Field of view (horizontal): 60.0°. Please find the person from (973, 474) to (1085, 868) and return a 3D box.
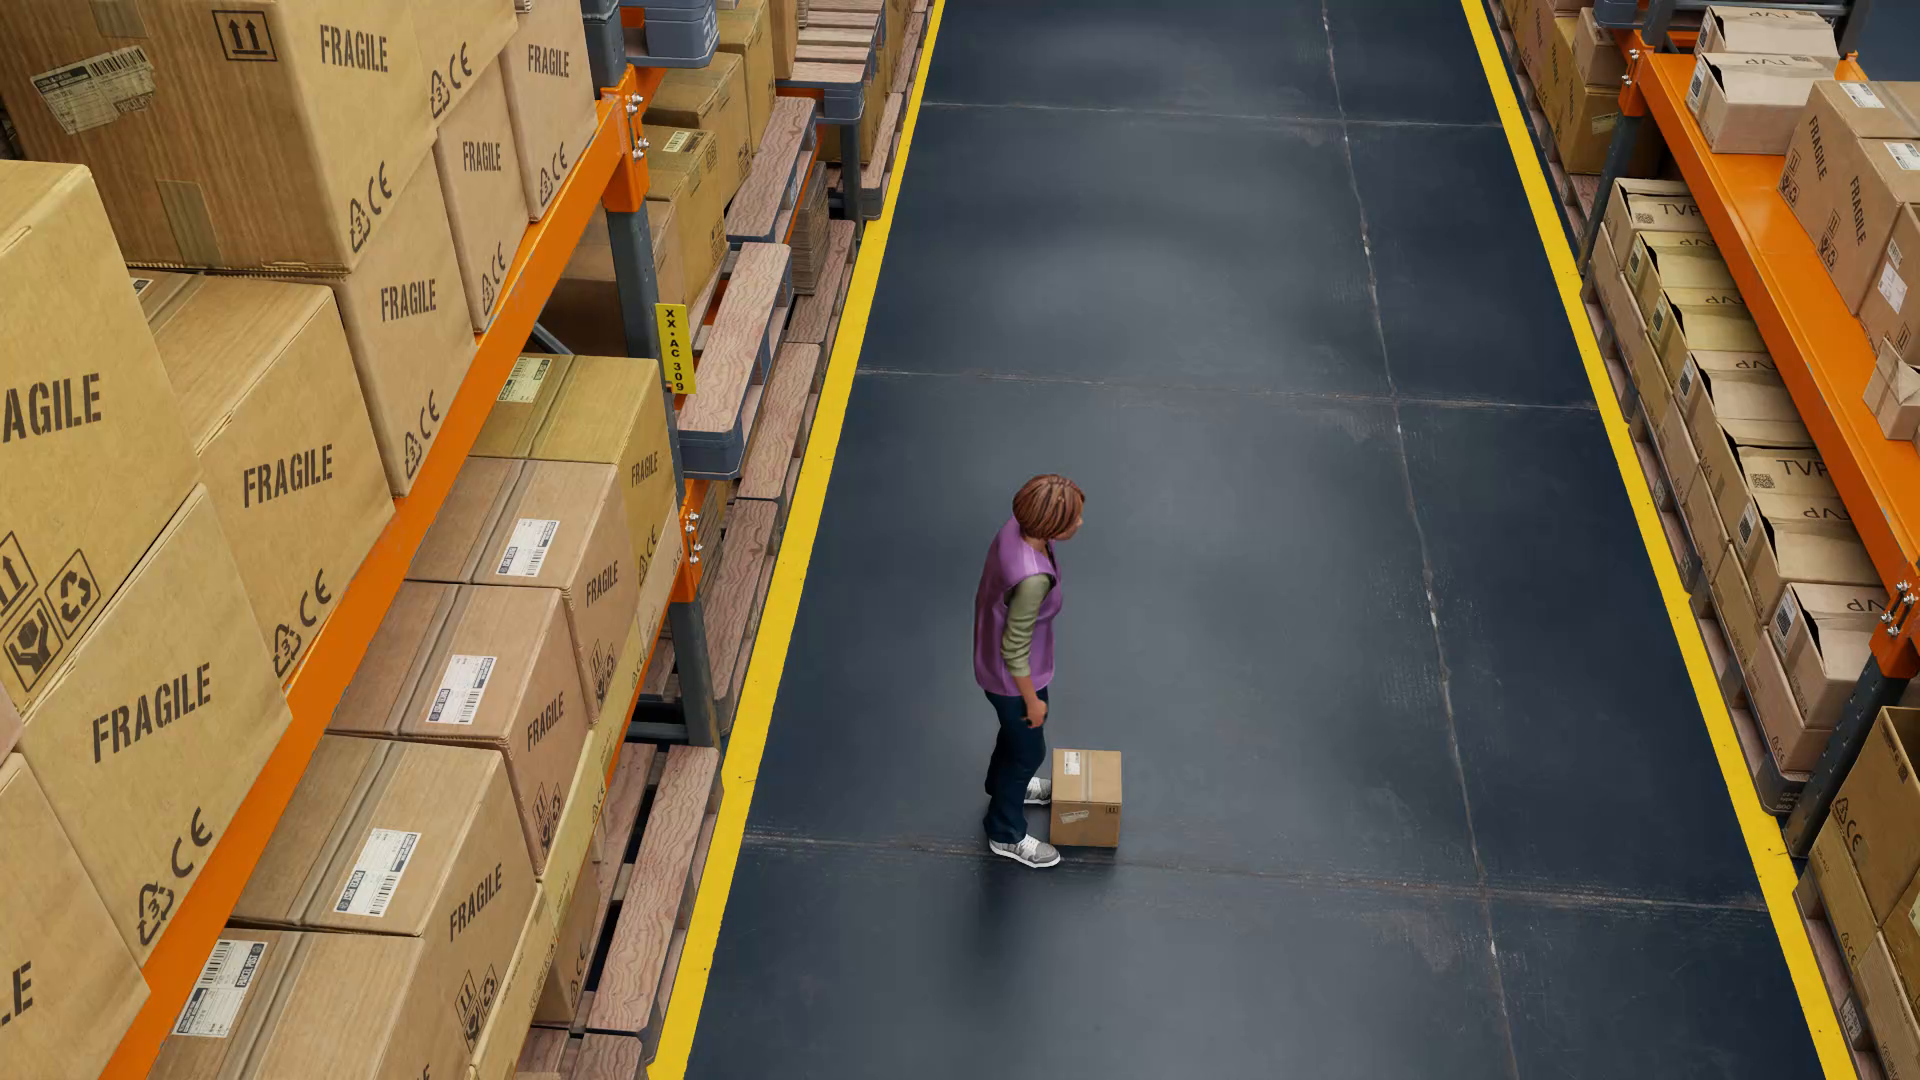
[{"bbox_3d":[0.219,0.427,5.668,0.346,1.593,0.477,2,41,3],"label":"person"}]
